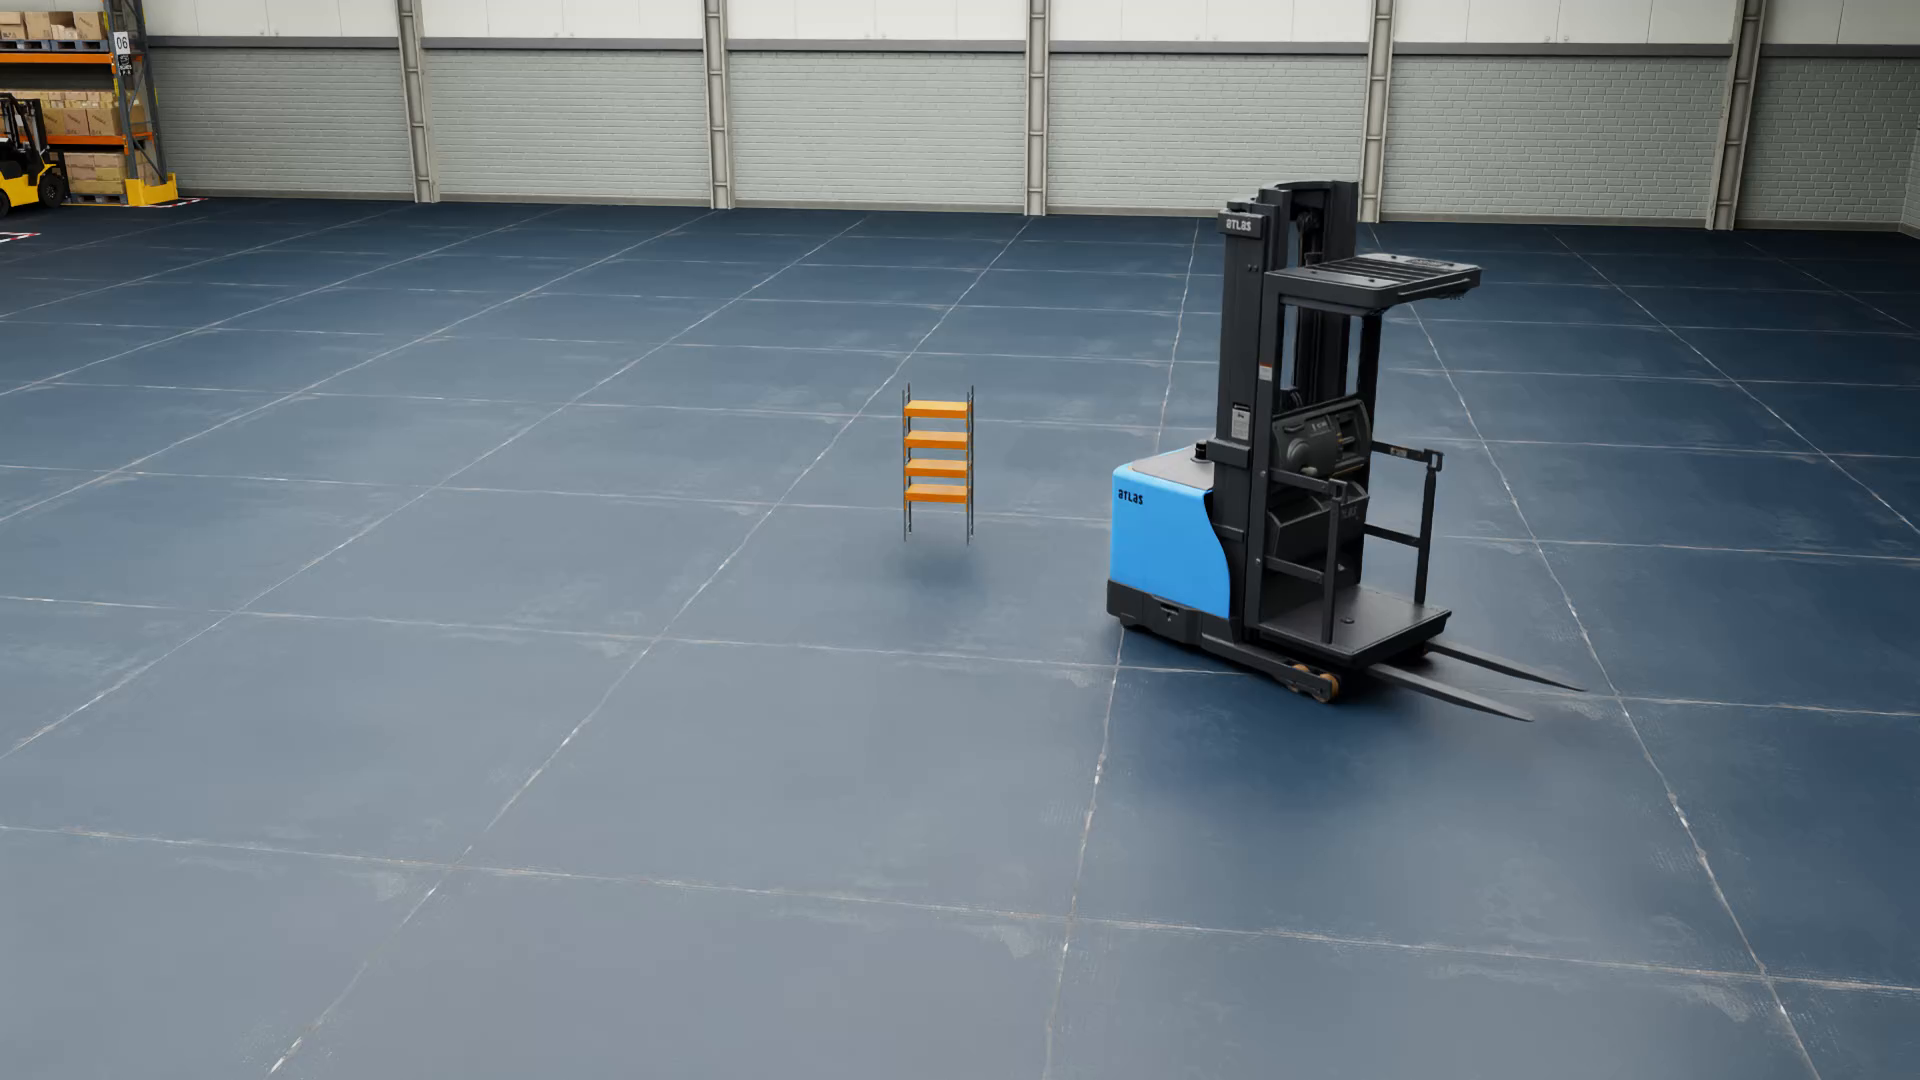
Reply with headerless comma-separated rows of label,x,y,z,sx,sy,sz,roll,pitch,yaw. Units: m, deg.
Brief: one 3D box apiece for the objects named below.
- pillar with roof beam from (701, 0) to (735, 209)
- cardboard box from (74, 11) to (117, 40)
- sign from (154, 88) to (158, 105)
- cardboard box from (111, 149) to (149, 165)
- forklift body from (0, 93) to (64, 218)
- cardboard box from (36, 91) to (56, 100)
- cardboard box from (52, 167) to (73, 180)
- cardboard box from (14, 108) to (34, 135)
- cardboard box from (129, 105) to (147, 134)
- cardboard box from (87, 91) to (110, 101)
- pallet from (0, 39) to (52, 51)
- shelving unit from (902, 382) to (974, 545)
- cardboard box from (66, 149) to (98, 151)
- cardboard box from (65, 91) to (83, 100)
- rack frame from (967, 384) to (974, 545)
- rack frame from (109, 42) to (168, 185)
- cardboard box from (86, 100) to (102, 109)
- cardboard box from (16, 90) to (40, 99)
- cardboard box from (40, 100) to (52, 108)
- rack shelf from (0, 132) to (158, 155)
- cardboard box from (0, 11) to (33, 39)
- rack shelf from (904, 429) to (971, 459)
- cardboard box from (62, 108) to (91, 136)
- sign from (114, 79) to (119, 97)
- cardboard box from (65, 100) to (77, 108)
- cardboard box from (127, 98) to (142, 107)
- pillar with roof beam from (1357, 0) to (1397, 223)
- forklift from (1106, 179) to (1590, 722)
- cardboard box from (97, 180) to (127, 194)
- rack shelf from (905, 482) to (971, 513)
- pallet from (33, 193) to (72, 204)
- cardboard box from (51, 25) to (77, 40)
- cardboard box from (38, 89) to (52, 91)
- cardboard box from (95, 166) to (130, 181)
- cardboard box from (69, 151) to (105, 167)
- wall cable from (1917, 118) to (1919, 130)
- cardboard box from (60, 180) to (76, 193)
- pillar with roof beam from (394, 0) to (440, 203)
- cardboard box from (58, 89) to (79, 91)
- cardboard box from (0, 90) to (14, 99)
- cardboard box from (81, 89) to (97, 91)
pillar with roof beam,-5.203,-9.258,26.283,0.400,9.000,9.100,3,19,9
cardboard box,-16.299,-9.711,31.386,0.500,0.500,0.500,4,19,10
sign,-15.730,-8.670,32.491,0.005,0.325,0.100,3,19,9
cardboard box,-16.268,-7.501,32.583,0.500,0.250,0.500,3,19,8
forklift body,-17.985,-7.170,30.834,1.214,2.155,2.313,3,19,9
cardboard box,-17.487,-8.529,31.911,0.250,0.149,0.380,3,19,10
cardboard box,-17.360,-7.155,32.337,0.500,0.250,0.500,2,19,7
cardboard box,-17.866,-8.115,32.163,0.500,0.500,0.500,3,19,9
cardboard box,-16.269,-8.208,32.441,0.500,0.500,0.500,4,19,10
cardboard box,-16.459,-8.499,31.821,0.250,0.149,0.380,3,19,9
pallet,-17.726,-9.533,31.972,1.213,0.211,1.003,3,19,9
shelving unit,-0.163,-0.577,12.630,0.503,1.200,0.258,3,19,9
cardboard box,-17.254,-7.554,32.740,0.500,0.250,0.500,3,19,8
cardboard box,-16.956,-8.540,31.942,0.250,0.149,0.380,3,19,9
rack frame,0.077,-0.565,12.593,0.015,1.200,0.240,3,19,9
rack frame,-15.824,-8.048,32.122,0.127,3.000,1.000,3,19,9
cardboard box,-16.468,-8.337,31.804,0.250,0.149,0.380,3,19,10
cardboard box,-17.972,-8.590,32.092,0.250,0.149,0.380,3,19,9
cardboard box,-17.481,-8.390,31.963,0.250,0.149,0.380,3,19,9
rack shelf,-17.798,-7.808,32.537,4.000,0.370,1.077,3,19,9
cardboard box,-17.866,-9.837,31.757,0.637,0.503,0.797,4,19,10
rack shelf,-0.163,-0.726,12.580,0.480,0.148,0.258,3,19,9
cardboard box,-16.862,-8.067,32.021,0.500,0.500,0.500,4,19,10
sign,-15.924,-8.541,31.395,0.005,0.325,0.100,3,19,9
cardboard box,-16.957,-8.385,31.948,0.250,0.149,0.380,3,19,8
cardboard box,-16.118,-8.502,32.297,0.250,0.149,0.380,2,19,7
pillar with roof beam,6.645,-8.654,24.478,0.400,9.000,9.100,3,19,9
forklift,2.350,-0.608,9.993,1.130,2.935,3.031,-16,25,-40
cardboard box,-16.338,-6.868,32.267,0.500,0.250,0.500,3,19,9
rack shelf,-0.163,-0.325,12.714,0.480,0.148,0.258,3,19,9
pallet,-17.787,-6.814,32.826,1.213,0.211,1.003,3,19,9
cardboard box,-16.940,-9.613,31.464,0.258,0.266,0.396,3,19,9
cardboard box,-17.906,-8.727,32.503,0.250,0.149,0.380,3,19,10
cardboard box,-16.354,-7.107,32.193,0.500,0.250,0.500,3,19,8
cardboard box,-16.833,-7.367,32.182,0.500,0.250,0.500,3,19,10
wall cable,15.951,-7.666,26.418,0.112,2.526,3.097,3,19,9
cardboard box,-17.320,-6.924,32.434,0.500,0.250,0.500,3,19,9
pillar with roof beam,-11.127,-9.560,27.186,0.400,9.000,9.100,3,19,9
cardboard box,-17.387,-8.728,32.503,0.250,0.149,0.380,2,19,7
cardboard box,-18.481,-8.592,32.099,0.250,0.149,0.380,3,19,8
cardboard box,-16.879,-8.678,32.355,0.250,0.149,0.380,3,19,9
